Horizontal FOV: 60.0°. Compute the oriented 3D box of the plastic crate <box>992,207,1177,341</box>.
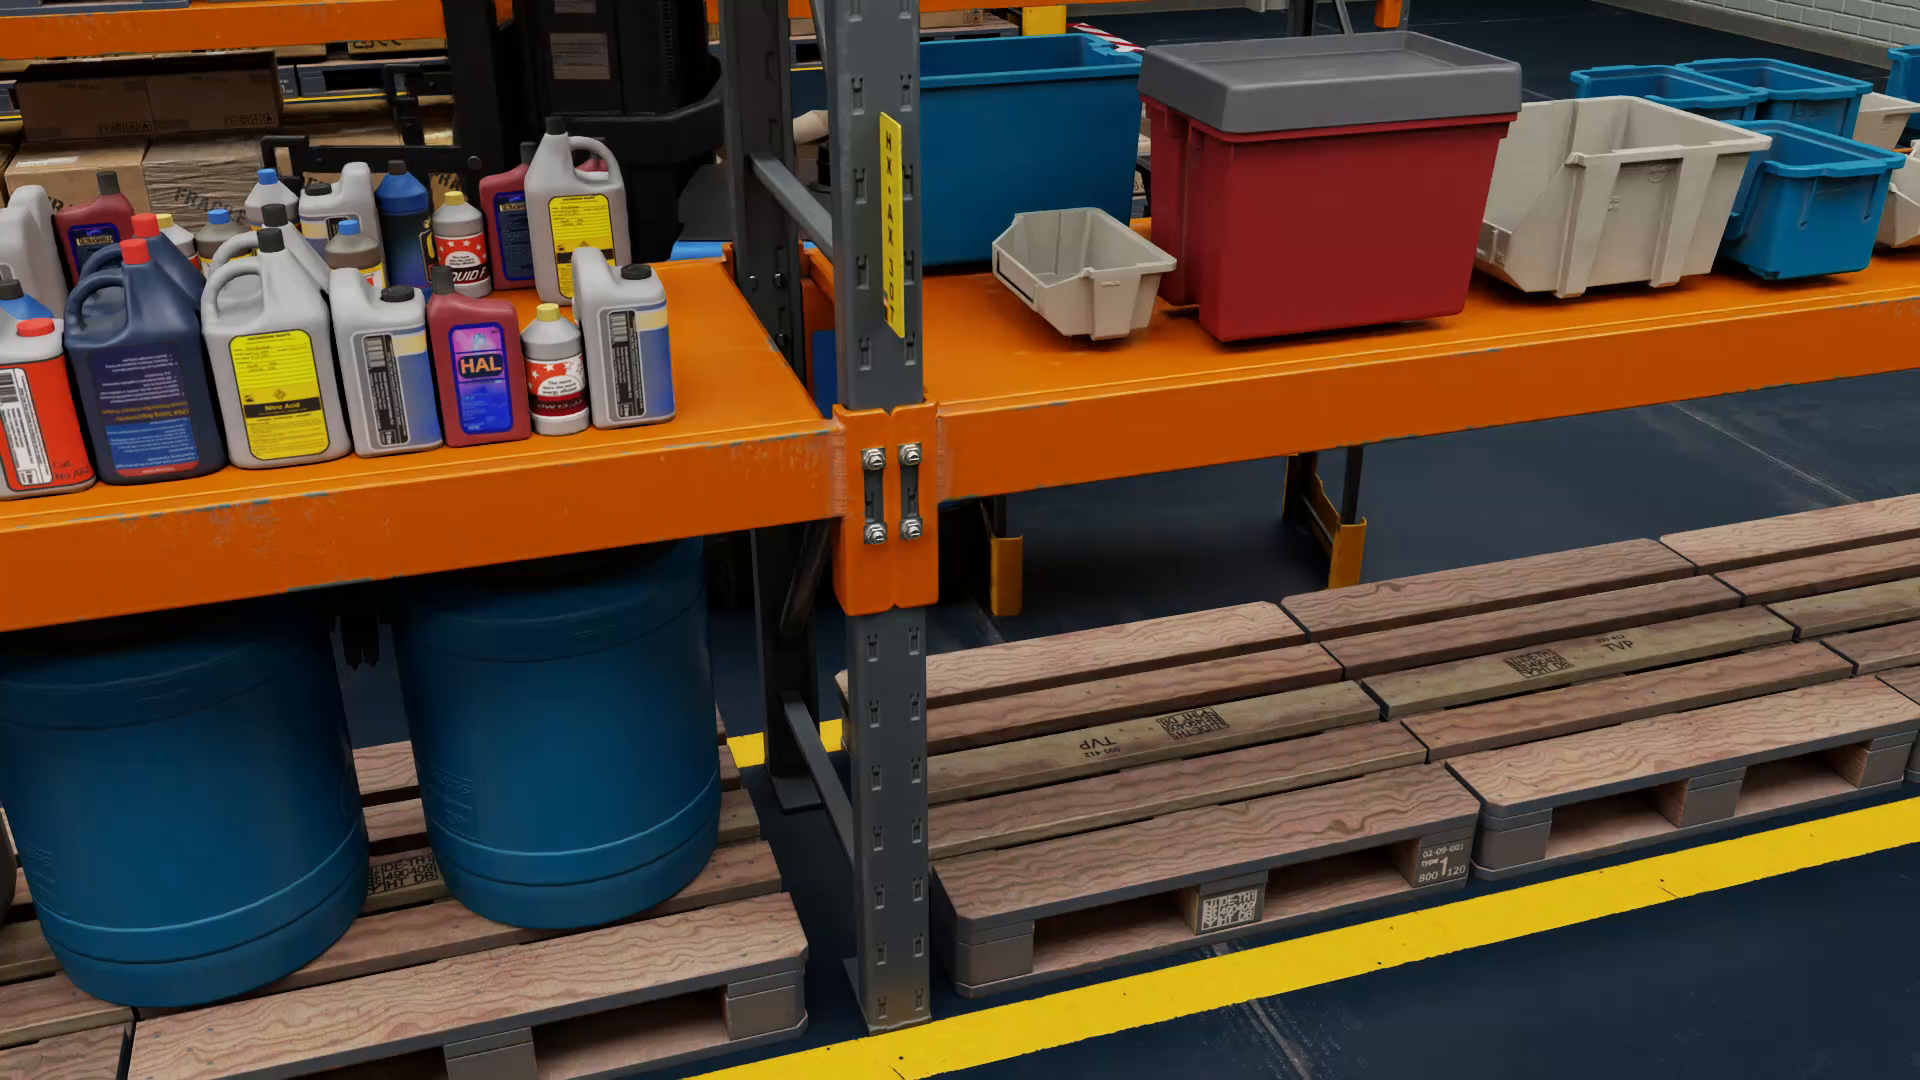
[{"bbox_3d":[0.215,-0.496,3.106,0.243,0.136,0.396,-8,28,-16],"label":"plastic crate"}]

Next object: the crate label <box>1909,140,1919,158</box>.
[{"bbox_3d":[2.275,-0.772,3.661,0.243,0.136,0.396,-8,28,-16],"label":"crate label"}]

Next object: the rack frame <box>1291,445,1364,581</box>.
[{"bbox_3d":[1.107,-0.619,4.811,0.032,1.500,0.500,-2,26,-5],"label":"rack frame"}]

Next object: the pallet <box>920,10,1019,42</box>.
[{"bbox_3d":[-0.272,-3.931,12.932,1.213,0.211,1.003,-8,28,-16],"label":"pallet"}]

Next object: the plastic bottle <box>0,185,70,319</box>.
[{"bbox_3d":[-1.710,-0.498,3.020,0.135,0.276,0.152,-8,28,-16],"label":"plastic bottle"}]

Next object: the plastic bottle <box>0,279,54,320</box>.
[{"bbox_3d":[-1.429,-0.266,2.557,0.097,0.271,0.097,0,26,0],"label":"plastic bottle"}]

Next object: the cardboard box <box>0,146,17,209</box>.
[{"bbox_3d":[-4.109,-1.289,6.789,0.500,0.500,0.500,-9,28,-17],"label":"cardboard box"}]

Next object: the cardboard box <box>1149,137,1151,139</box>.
[{"bbox_3d":[1.148,-1.961,8.518,0.250,0.166,0.380,-8,28,-16],"label":"cardboard box"}]

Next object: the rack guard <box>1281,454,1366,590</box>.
[{"bbox_3d":[1.106,-0.059,5.088,0.087,0.250,0.587,-2,26,-5],"label":"rack guard"}]

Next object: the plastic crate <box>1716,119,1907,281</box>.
[{"bbox_3d":[1.659,-0.695,3.398,0.300,0.233,0.416,-8,28,-16],"label":"plastic crate"}]

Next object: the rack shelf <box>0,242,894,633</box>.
[{"bbox_3d":[-2.173,0.014,2.658,4.000,0.370,1.077,-8,28,-16],"label":"rack shelf"}]

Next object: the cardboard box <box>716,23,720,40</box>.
[{"bbox_3d":[-1.629,-4.038,12.350,0.500,0.500,0.700,-8,27,-15],"label":"cardboard box"}]

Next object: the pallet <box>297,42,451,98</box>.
[{"bbox_3d":[-4.050,-3.386,11.832,1.213,0.211,1.003,-8,28,-16],"label":"pallet"}]

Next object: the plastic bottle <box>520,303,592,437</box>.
[{"bbox_3d":[-0.648,-0.276,2.657,0.097,0.201,0.097,0,26,0],"label":"plastic bottle"}]

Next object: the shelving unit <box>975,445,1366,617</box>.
[{"bbox_3d":[0.610,-0.600,4.771,1.083,1.500,0.587,-2,26,-5],"label":"shelving unit"}]

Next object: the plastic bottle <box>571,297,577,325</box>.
[{"bbox_3d":[-0.602,-0.354,2.814,0.097,0.201,0.097,0,26,0],"label":"plastic bottle"}]

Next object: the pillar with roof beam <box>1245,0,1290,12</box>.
[{"bbox_3d":[4.097,-6.928,9.085,0.400,9.000,9.100,-8,28,-16],"label":"pillar with roof beam"}]

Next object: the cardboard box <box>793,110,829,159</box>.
[{"bbox_3d":[-0.635,-1.973,8.380,0.500,0.311,0.500,-8,28,-16],"label":"cardboard box"}]

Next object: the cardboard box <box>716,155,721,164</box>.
[{"bbox_3d":[-1.336,-1.638,7.705,0.500,0.311,0.500,-8,28,-16],"label":"cardboard box"}]

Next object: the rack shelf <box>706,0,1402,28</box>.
[{"bbox_3d":[0.100,-2.632,7.987,4.000,0.370,1.077,-8,28,-16],"label":"rack shelf"}]

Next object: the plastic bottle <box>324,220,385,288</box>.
[{"bbox_3d":[-1.121,-0.492,3.091,0.097,0.201,0.097,0,26,0],"label":"plastic bottle"}]

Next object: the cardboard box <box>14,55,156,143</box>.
[{"bbox_3d":[-3.765,-1.922,7.220,0.500,0.250,0.500,-9,28,-17],"label":"cardboard box"}]

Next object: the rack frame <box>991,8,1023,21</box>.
[{"bbox_3d":[0.464,-5.324,12.600,0.127,3.000,1.000,-8,28,-16],"label":"rack frame"}]

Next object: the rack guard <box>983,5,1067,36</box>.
[{"bbox_3d":[0.487,-4.207,13.162,0.348,0.500,1.175,-8,28,-16],"label":"rack guard"}]

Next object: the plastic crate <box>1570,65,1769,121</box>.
[{"bbox_3d":[1.658,-0.969,3.950,0.300,0.233,0.416,-8,28,-16],"label":"plastic crate"}]

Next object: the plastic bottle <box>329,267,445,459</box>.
[{"bbox_3d":[-0.893,-0.287,2.595,0.135,0.276,0.152,-8,28,-16],"label":"plastic bottle"}]

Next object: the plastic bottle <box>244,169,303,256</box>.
[{"bbox_3d":[-1.296,-0.569,3.167,0.097,0.271,0.097,0,26,0],"label":"plastic bottle"}]

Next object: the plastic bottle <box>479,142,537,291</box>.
[{"bbox_3d":[-0.879,-0.643,3.303,0.133,0.283,0.061,-8,28,-16],"label":"plastic bottle"}]

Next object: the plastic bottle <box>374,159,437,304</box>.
[{"bbox_3d":[-1.076,-0.601,3.232,0.097,0.271,0.097,0,26,0],"label":"plastic bottle"}]

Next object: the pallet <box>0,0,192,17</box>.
[{"bbox_3d":[-3.757,-2.312,6.749,1.213,0.211,1.003,-8,28,-16],"label":"pallet"}]

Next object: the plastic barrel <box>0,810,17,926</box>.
[{"bbox_3d":[-2.032,0.547,3.099,0.421,0.512,0.421,0,26,0],"label":"plastic barrel"}]

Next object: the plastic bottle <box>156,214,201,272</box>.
[{"bbox_3d":[-1.481,-0.511,3.129,0.097,0.201,0.097,0,26,0],"label":"plastic bottle"}]

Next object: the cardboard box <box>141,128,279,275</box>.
[{"bbox_3d":[-3.132,-1.434,7.081,0.500,0.500,0.500,-8,27,-15],"label":"cardboard box"}]

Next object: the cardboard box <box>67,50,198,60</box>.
[{"bbox_3d":[-5.568,-3.611,11.095,0.750,0.750,0.750,-8,28,-16],"label":"cardboard box"}]

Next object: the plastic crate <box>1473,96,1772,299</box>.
[{"bbox_3d":[1.238,-0.690,3.333,0.530,0.282,0.437,-8,28,-16],"label":"plastic crate"}]

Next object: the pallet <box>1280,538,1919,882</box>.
[{"bbox_3d":[1.578,0.378,4.252,1.213,0.211,1.003,-8,28,-16],"label":"pallet"}]

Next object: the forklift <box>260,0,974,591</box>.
[{"bbox_3d":[-1.472,-1.354,4.681,3.031,2.935,1.130,0,26,0],"label":"forklift"}]

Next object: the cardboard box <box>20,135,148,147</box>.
[{"bbox_3d":[-3.799,-1.579,7.375,0.500,0.500,0.500,-9,28,-18],"label":"cardboard box"}]

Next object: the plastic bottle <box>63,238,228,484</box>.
[{"bbox_3d":[-1.220,-0.271,2.479,0.185,0.351,0.144,-8,28,-16],"label":"plastic bottle"}]

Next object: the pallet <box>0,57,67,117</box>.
[{"bbox_3d":[-6.370,-3.050,11.155,1.213,0.211,1.003,-8,28,-16],"label":"pallet"}]

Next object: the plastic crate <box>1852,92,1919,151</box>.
[{"bbox_3d":[2.220,-1.046,4.213,0.298,0.136,0.250,-8,28,-16],"label":"plastic crate"}]

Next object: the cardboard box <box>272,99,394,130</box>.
[{"bbox_3d":[-2.841,-1.714,7.646,0.500,0.500,0.500,-8,27,-15],"label":"cardboard box"}]

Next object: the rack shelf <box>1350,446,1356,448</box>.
[{"bbox_3d":[0.601,-0.438,4.851,1.000,0.185,0.538,-2,26,-5],"label":"rack shelf"}]

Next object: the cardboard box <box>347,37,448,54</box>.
[{"bbox_3d":[-3.917,-3.853,11.584,0.750,0.750,0.750,-8,27,-15],"label":"cardboard box"}]

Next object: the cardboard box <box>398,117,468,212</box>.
[{"bbox_3d":[-2.182,-1.567,7.350,0.500,0.500,0.500,-8,28,-16],"label":"cardboard box"}]

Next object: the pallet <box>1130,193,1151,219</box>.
[{"bbox_3d":[1.172,-1.860,8.759,1.213,0.211,1.003,-8,28,-16],"label":"pallet"}]

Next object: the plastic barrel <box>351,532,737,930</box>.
[{"bbox_3d":[-0.794,0.236,3.290,0.708,0.901,0.600,-8,28,-16],"label":"plastic barrel"}]

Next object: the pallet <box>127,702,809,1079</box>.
[{"bbox_3d":[-1.018,0.754,3.494,1.213,0.211,1.003,-8,28,-16],"label":"pallet"}]

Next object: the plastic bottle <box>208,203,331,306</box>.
[{"bbox_3d":[-1.089,-0.358,2.653,0.185,0.351,0.144,-8,28,-16],"label":"plastic bottle"}]
